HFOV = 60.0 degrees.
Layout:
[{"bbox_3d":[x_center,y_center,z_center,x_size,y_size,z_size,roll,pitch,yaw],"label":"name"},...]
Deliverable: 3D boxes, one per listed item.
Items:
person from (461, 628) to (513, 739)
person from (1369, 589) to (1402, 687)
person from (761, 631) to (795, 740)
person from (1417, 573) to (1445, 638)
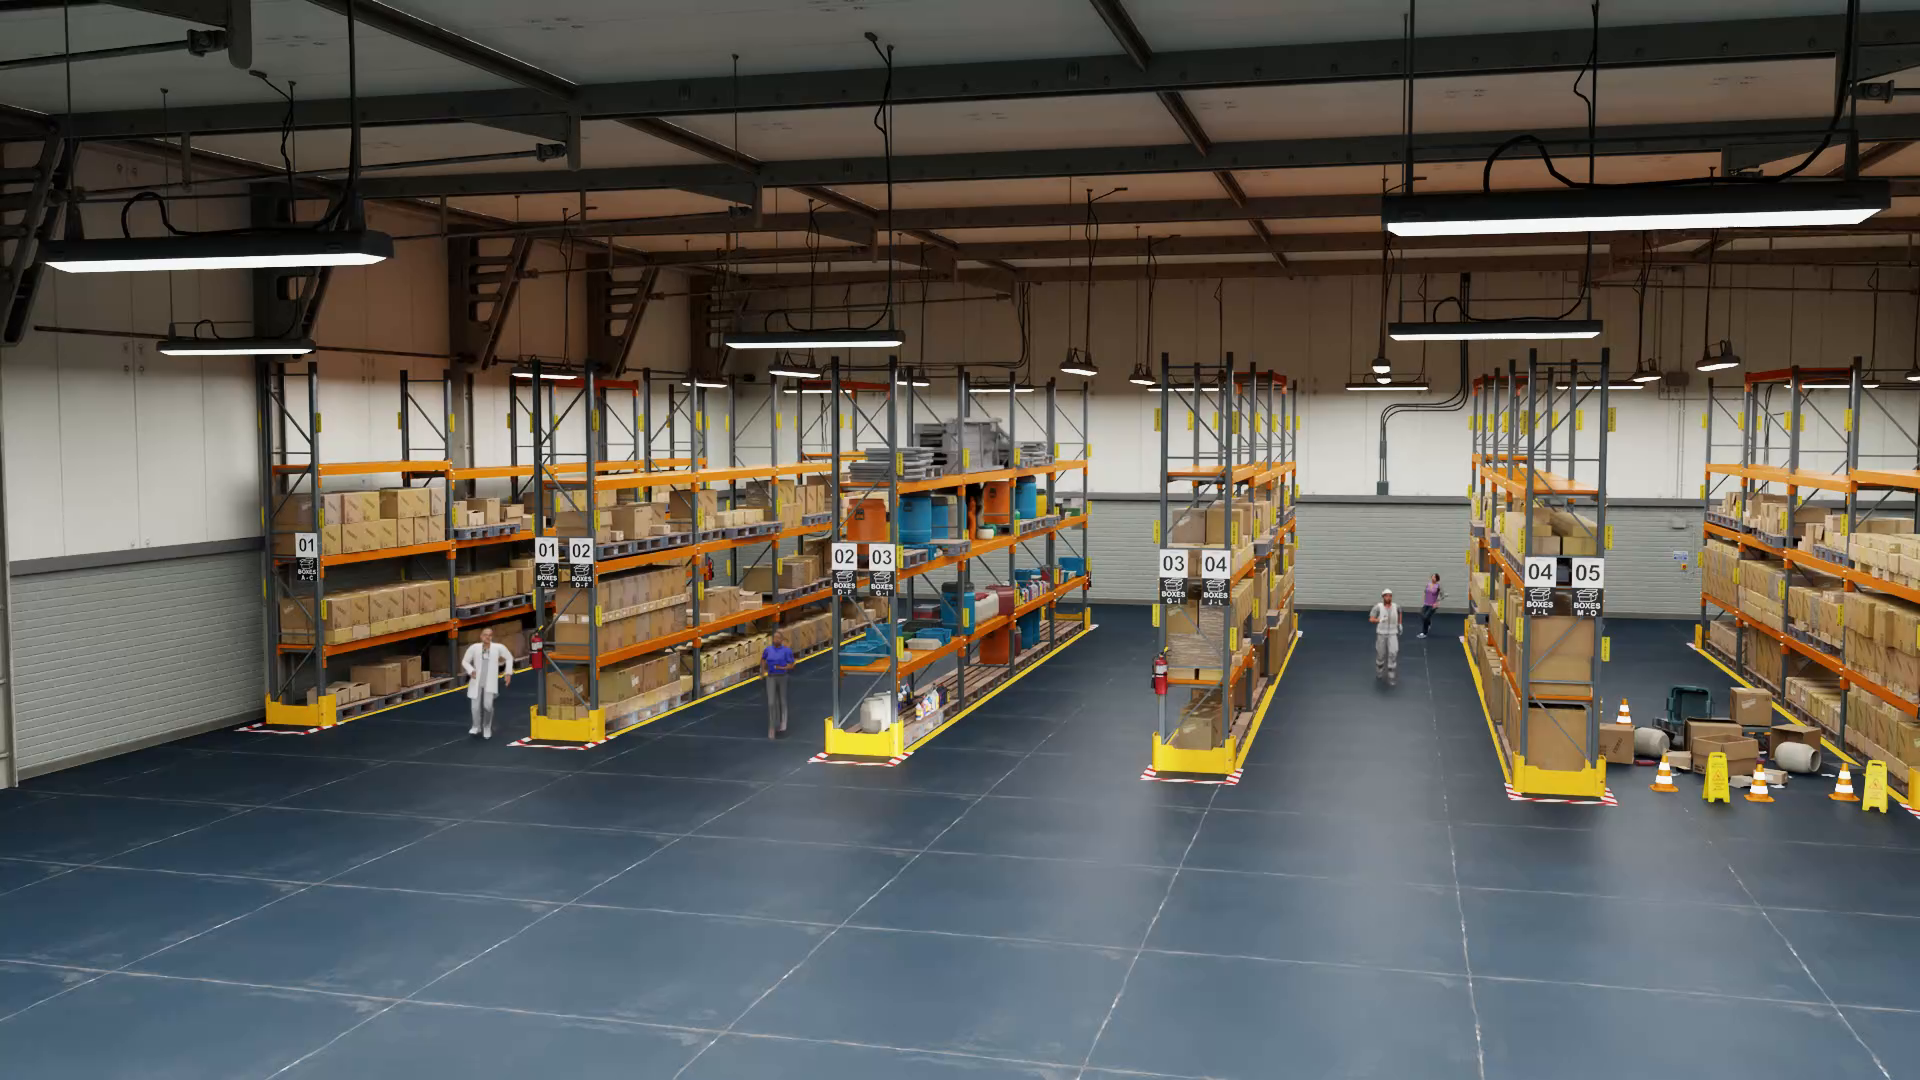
[{"bbox_3d":[-7.518,2.329,26.428,0.774,1.682,0.702,-1,4,-8],"label":"person"},{"bbox_3d":[8.173,1.851,31.916,0.661,1.846,0.835,0,4,5],"label":"person"},{"bbox_3d":[-2.918,2.297,26.599,0.556,1.707,0.779,0,4,-2],"label":"person"},{"bbox_3d":[10.985,1.521,38.662,0.531,1.524,0.576,-4,5,-43],"label":"person"}]
